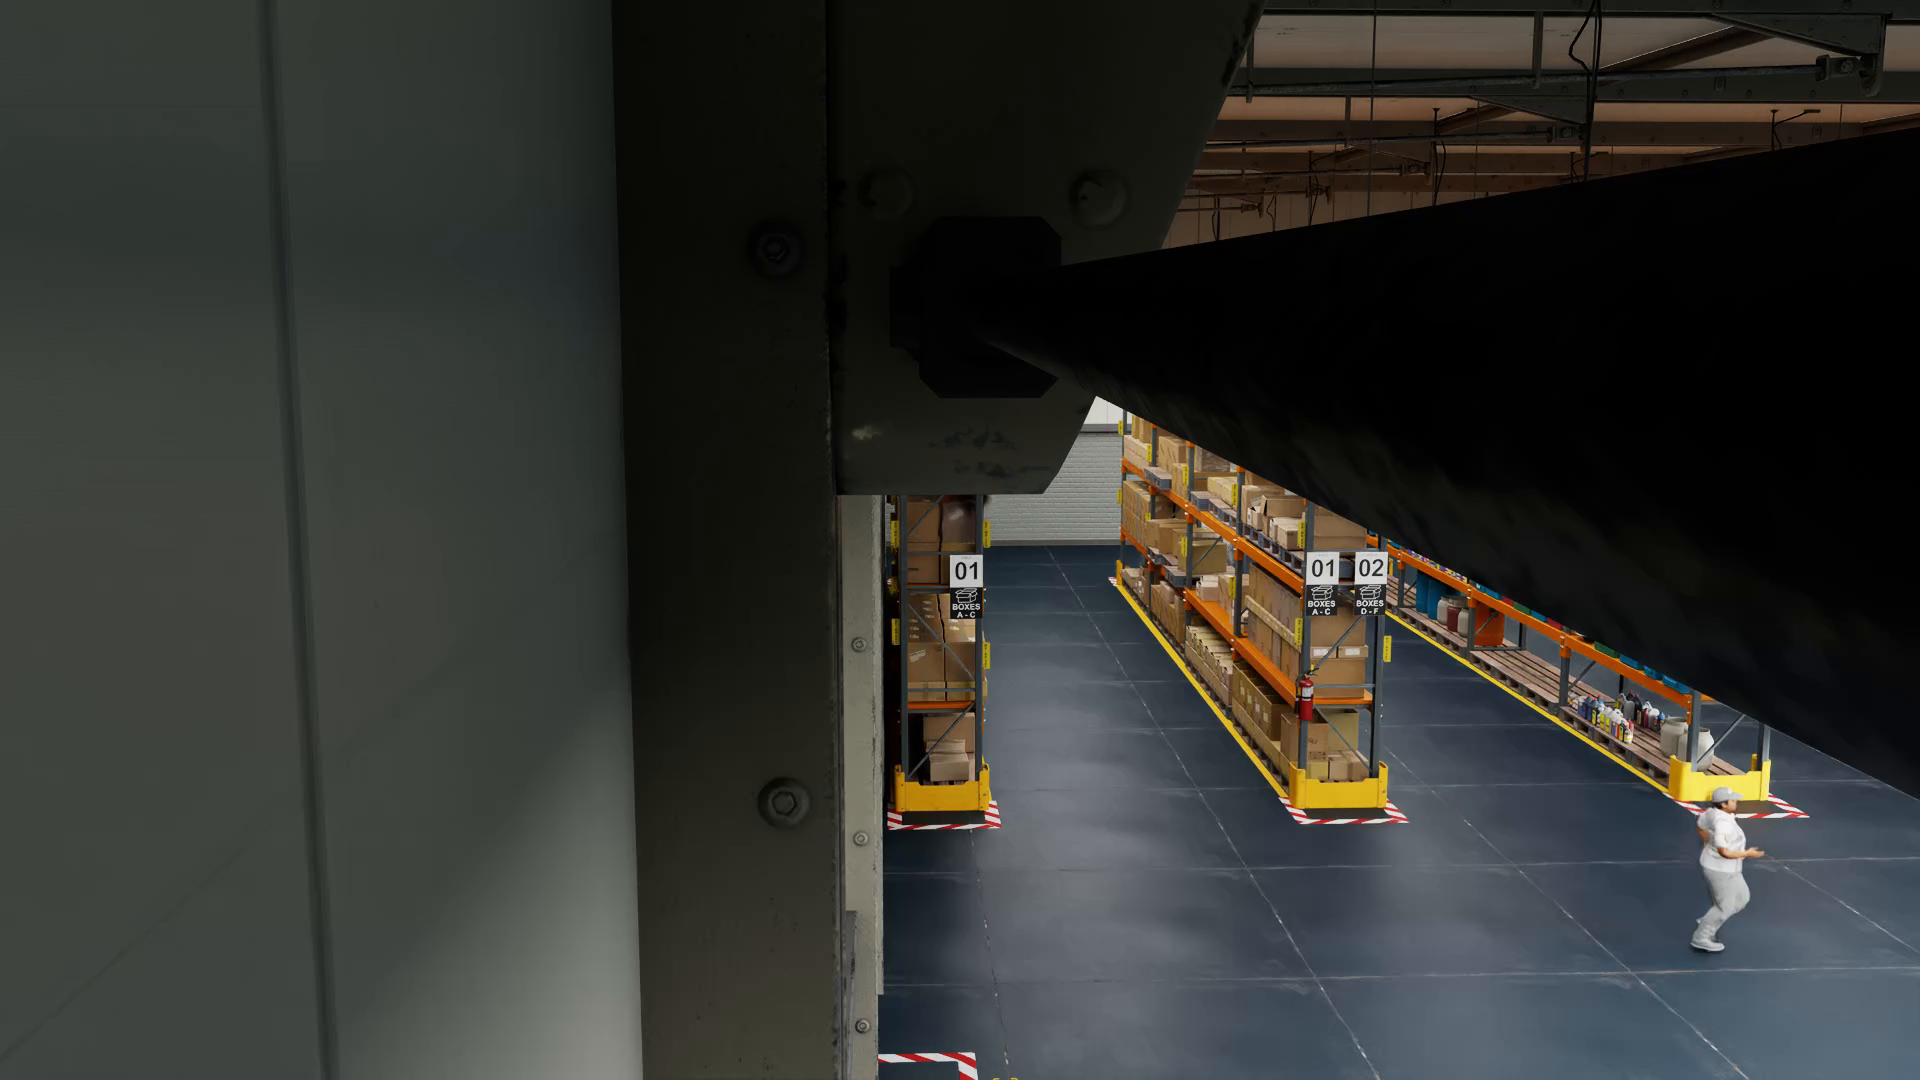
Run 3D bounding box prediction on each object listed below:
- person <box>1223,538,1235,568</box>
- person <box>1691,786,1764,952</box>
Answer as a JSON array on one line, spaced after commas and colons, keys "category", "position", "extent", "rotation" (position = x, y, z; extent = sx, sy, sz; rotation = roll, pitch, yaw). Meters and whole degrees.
[{"category": "person", "position": [5.813, 0.144, 36.317], "extent": [0.740, 1.693, 0.549], "rotation": [-4, 9, -23]}, {"category": "person", "position": [7.403, 3.173, 16.033], "extent": [0.576, 1.638, 0.591], "rotation": [3, 9, 18]}]
